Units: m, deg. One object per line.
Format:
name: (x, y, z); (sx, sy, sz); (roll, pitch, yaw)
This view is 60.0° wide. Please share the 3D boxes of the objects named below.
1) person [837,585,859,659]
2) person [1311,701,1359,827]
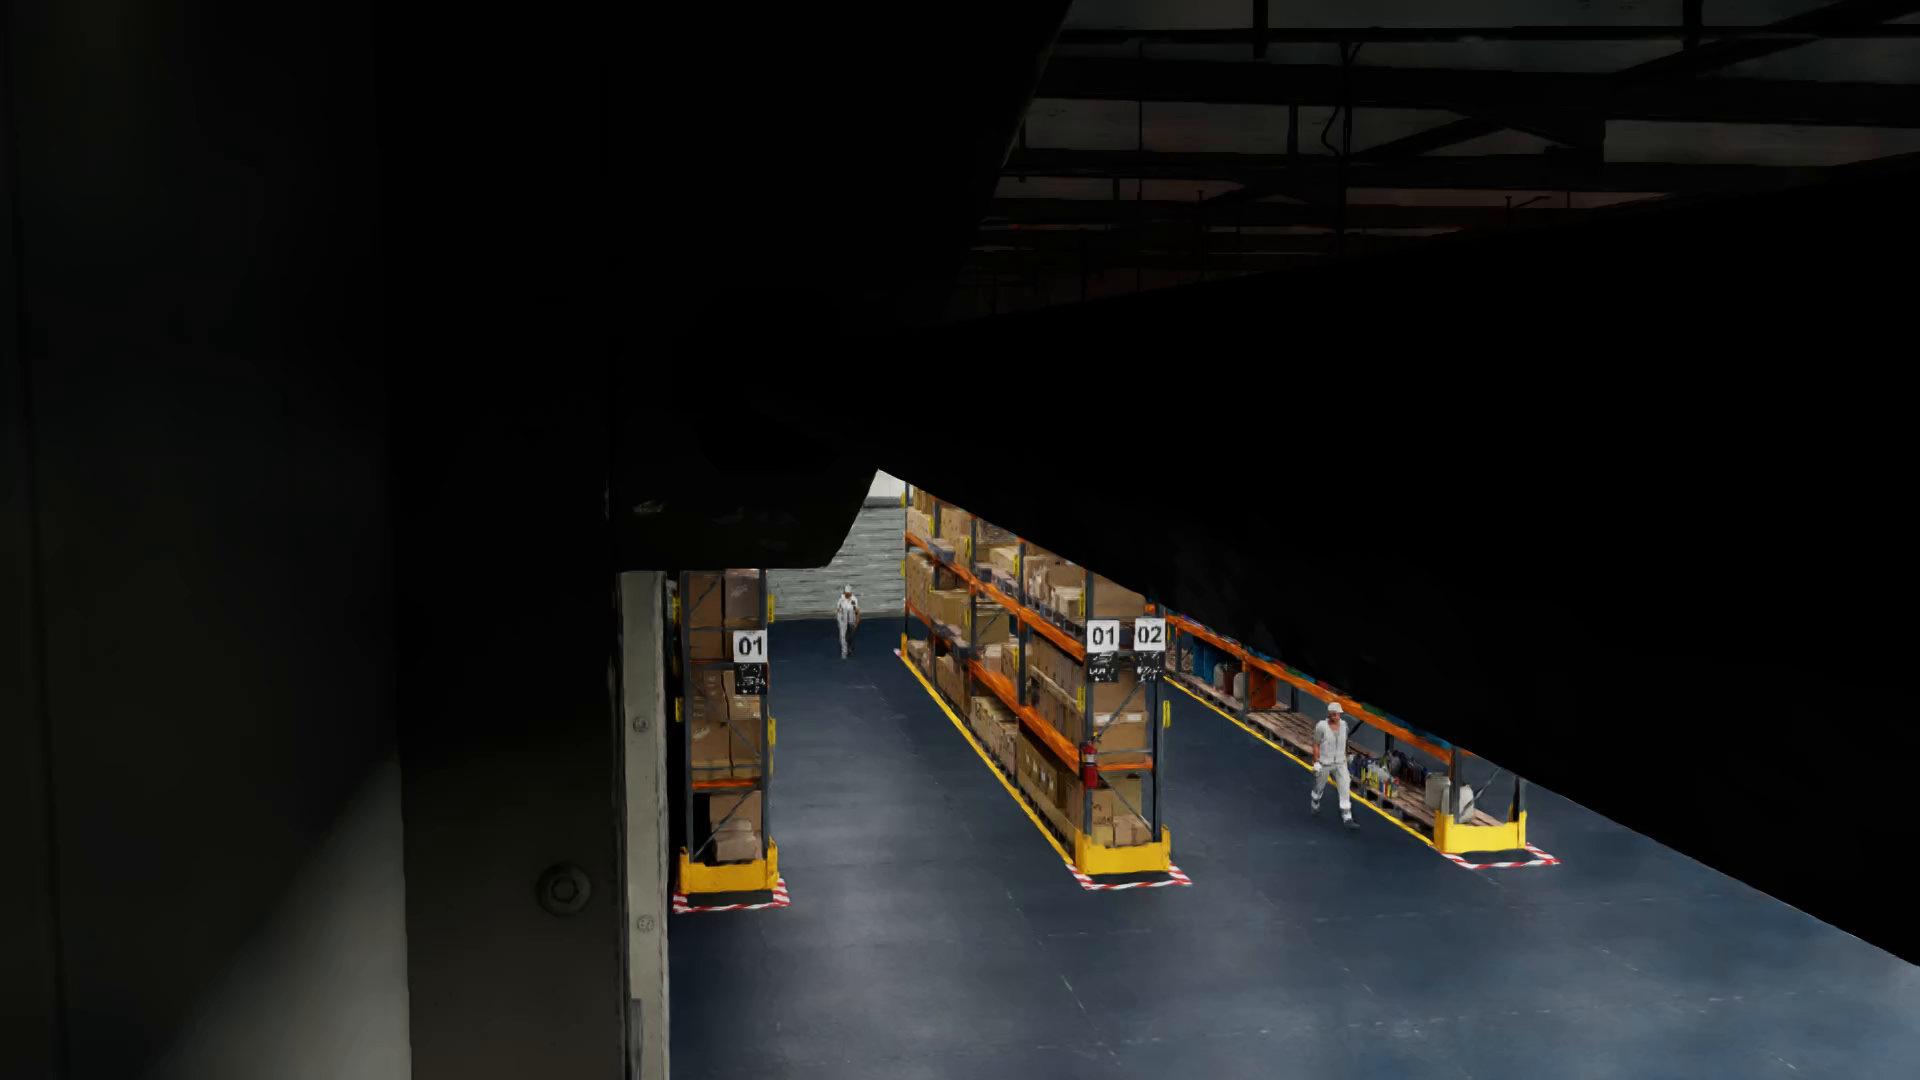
person: (-2.441, 1.761, 36.370); (0.478, 1.583, 1.083); (-1, 6, -12)
person: (5.167, 3.074, 23.083); (0.553, 1.709, 1.123); (-1, 6, -7)
